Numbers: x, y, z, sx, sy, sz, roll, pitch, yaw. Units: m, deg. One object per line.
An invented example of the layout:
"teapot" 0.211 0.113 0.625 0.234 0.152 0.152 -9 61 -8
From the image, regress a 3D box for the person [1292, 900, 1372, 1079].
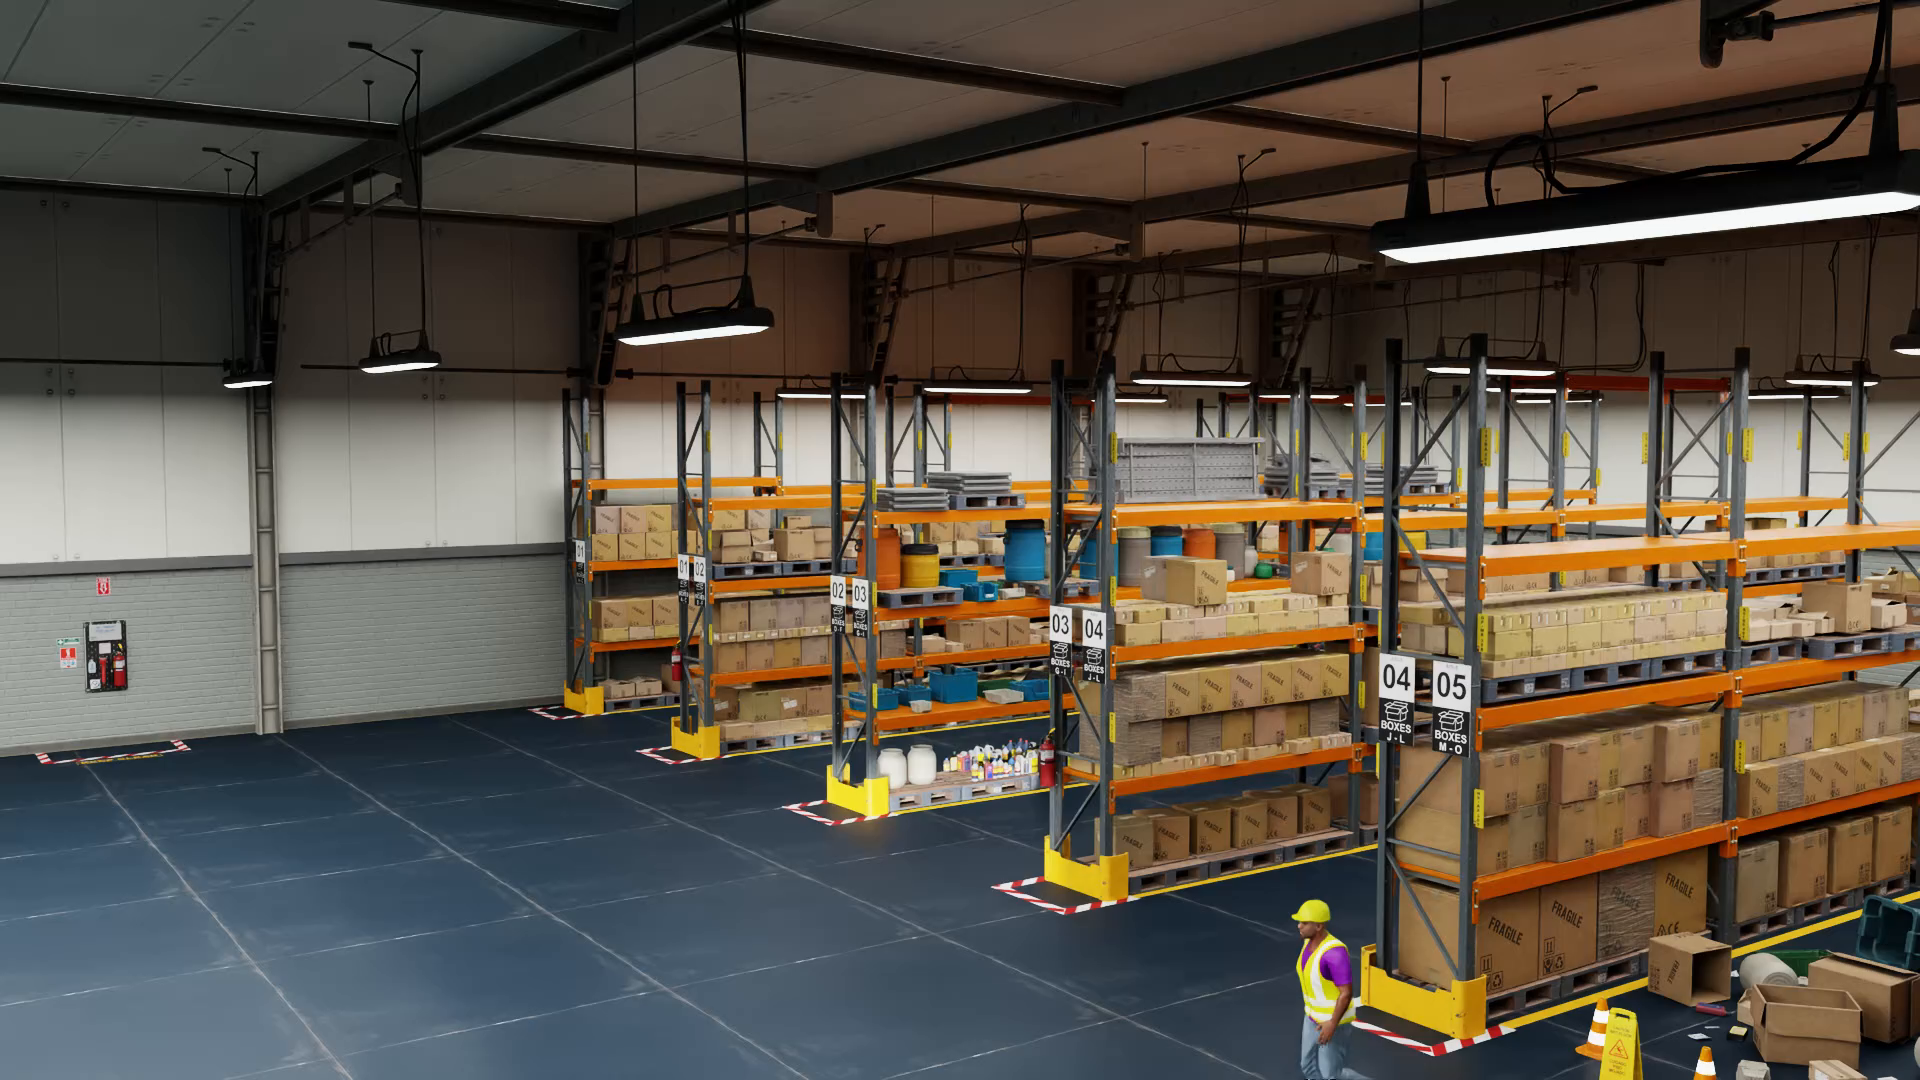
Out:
"person" 2.797 3.512 12.282 0.717 1.732 0.630 -1 4 -15
